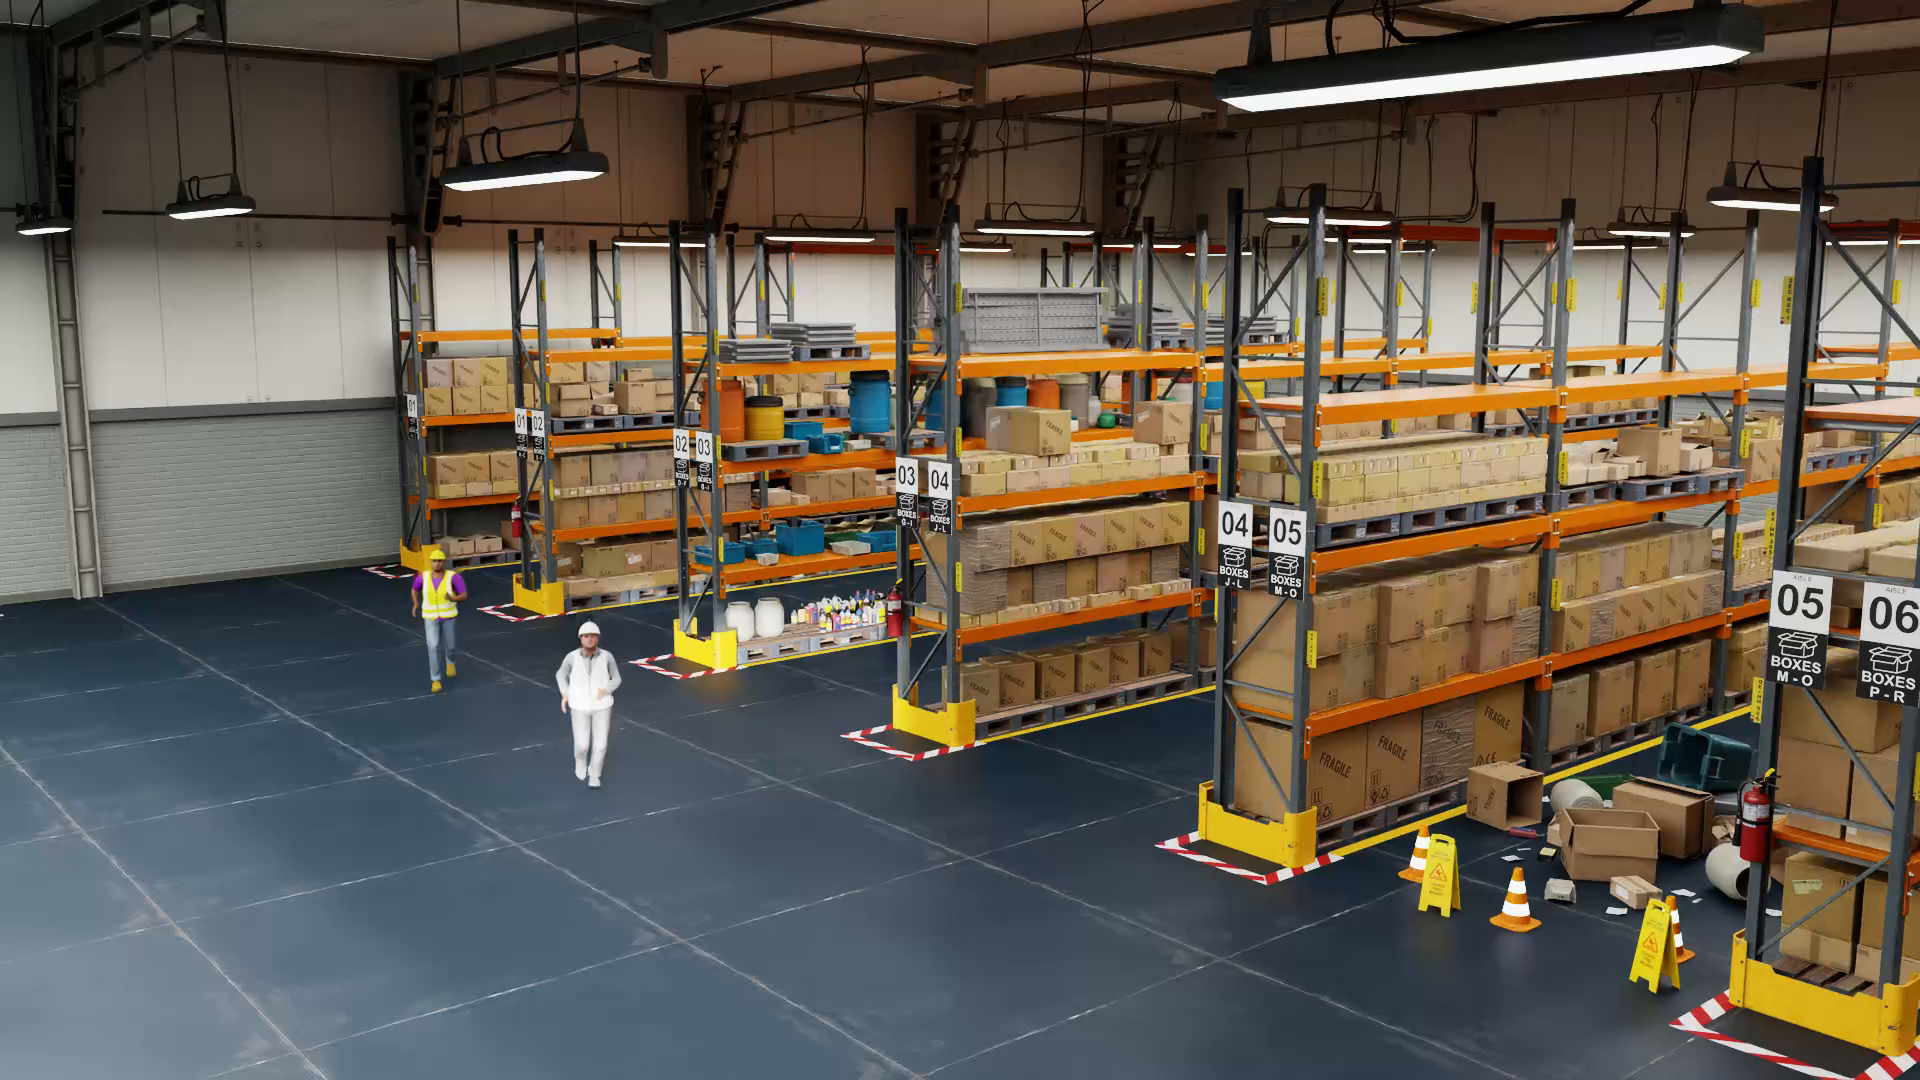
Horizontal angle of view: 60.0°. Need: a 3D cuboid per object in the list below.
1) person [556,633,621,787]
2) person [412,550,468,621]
[{"bbox_3d":[-3.784,1.730,17.022,0.645,1.675,0.575,-2,9,-15],"label":"person"},{"bbox_3d":[-6.669,0.573,21.266,0.701,0.888,0.639,-2,9,-14],"label":"person"}]
